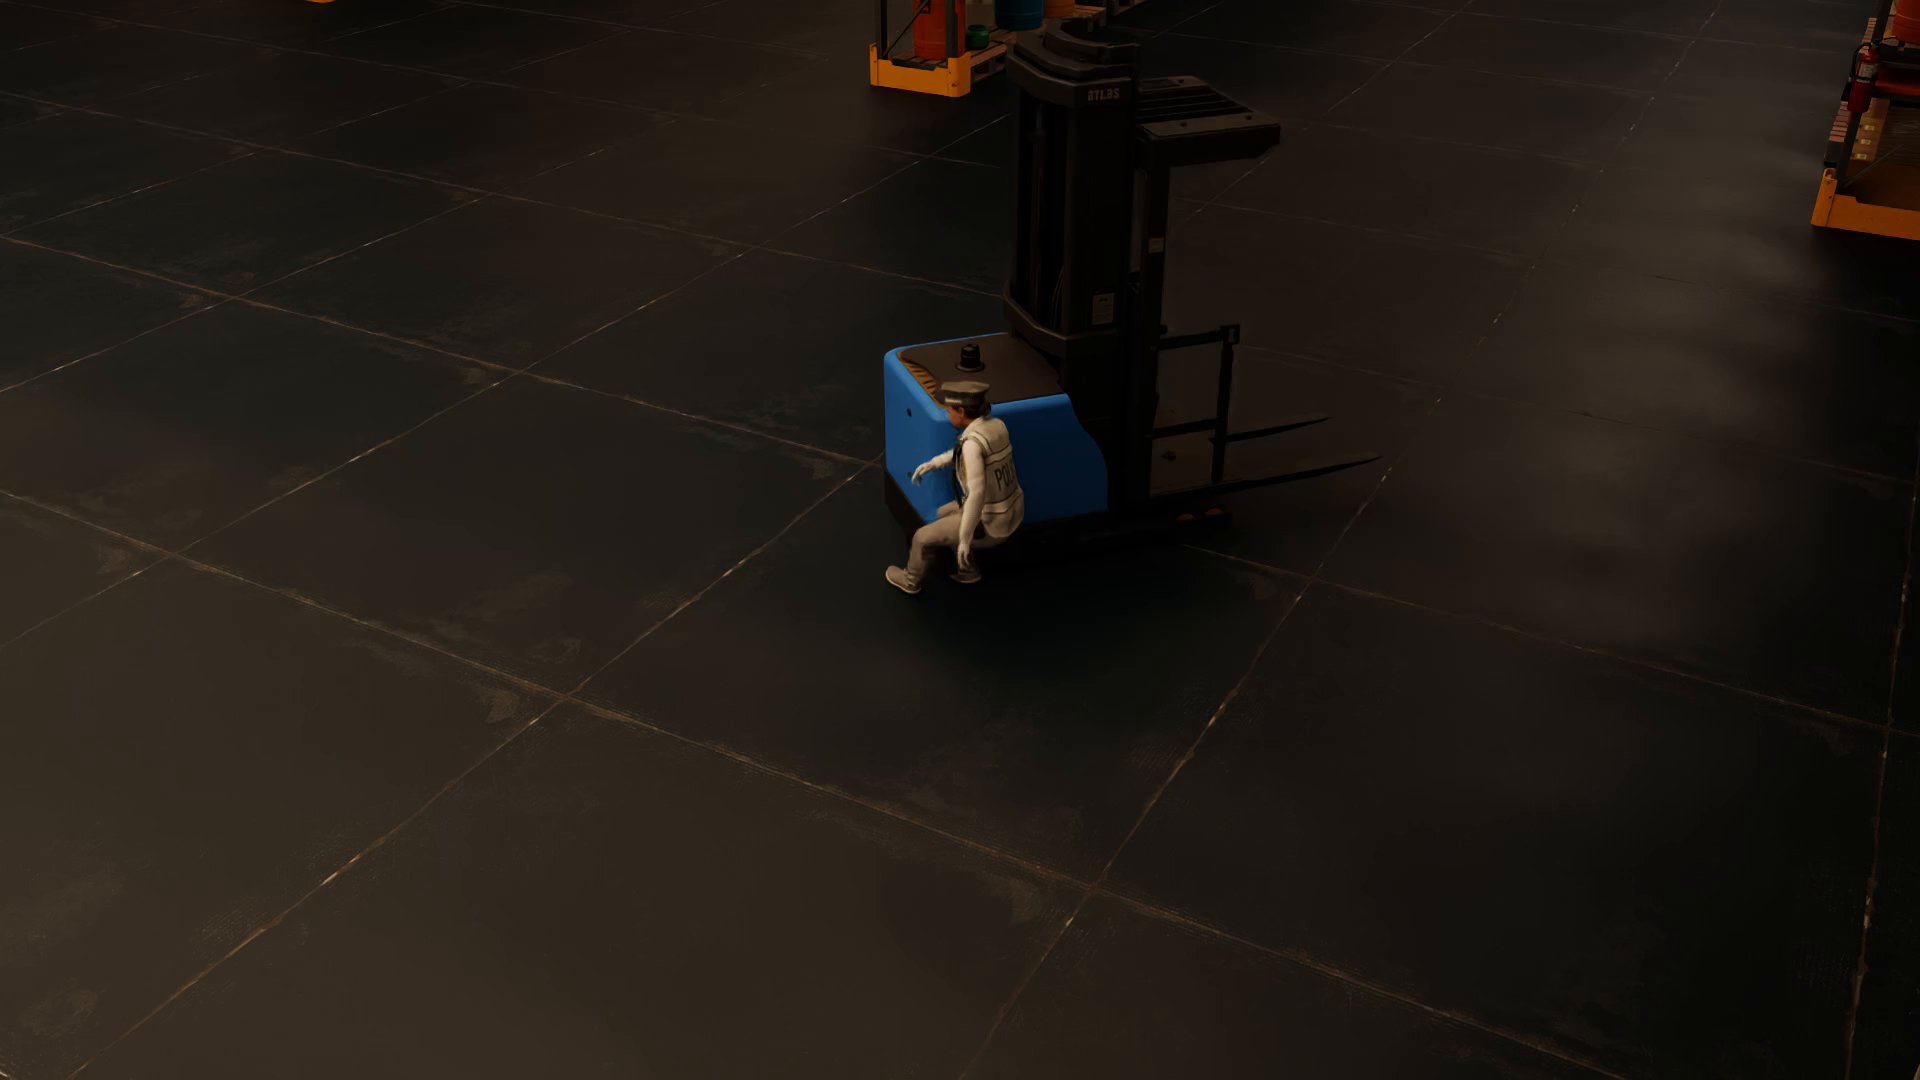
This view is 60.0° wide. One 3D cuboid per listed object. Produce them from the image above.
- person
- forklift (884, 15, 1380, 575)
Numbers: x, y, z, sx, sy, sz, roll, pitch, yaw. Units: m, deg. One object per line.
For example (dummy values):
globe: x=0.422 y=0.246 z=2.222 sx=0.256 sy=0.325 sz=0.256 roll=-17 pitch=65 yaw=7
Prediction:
person: x=-0.096 y=-0.187 z=9.009 sx=0.879 sy=1.442 sz=0.846 roll=13 pitch=32 yaw=21
forklift: x=1.108 y=-1.497 z=9.664 sx=3.031 sy=2.935 sz=1.130 roll=-10 pitch=32 yaw=-17
